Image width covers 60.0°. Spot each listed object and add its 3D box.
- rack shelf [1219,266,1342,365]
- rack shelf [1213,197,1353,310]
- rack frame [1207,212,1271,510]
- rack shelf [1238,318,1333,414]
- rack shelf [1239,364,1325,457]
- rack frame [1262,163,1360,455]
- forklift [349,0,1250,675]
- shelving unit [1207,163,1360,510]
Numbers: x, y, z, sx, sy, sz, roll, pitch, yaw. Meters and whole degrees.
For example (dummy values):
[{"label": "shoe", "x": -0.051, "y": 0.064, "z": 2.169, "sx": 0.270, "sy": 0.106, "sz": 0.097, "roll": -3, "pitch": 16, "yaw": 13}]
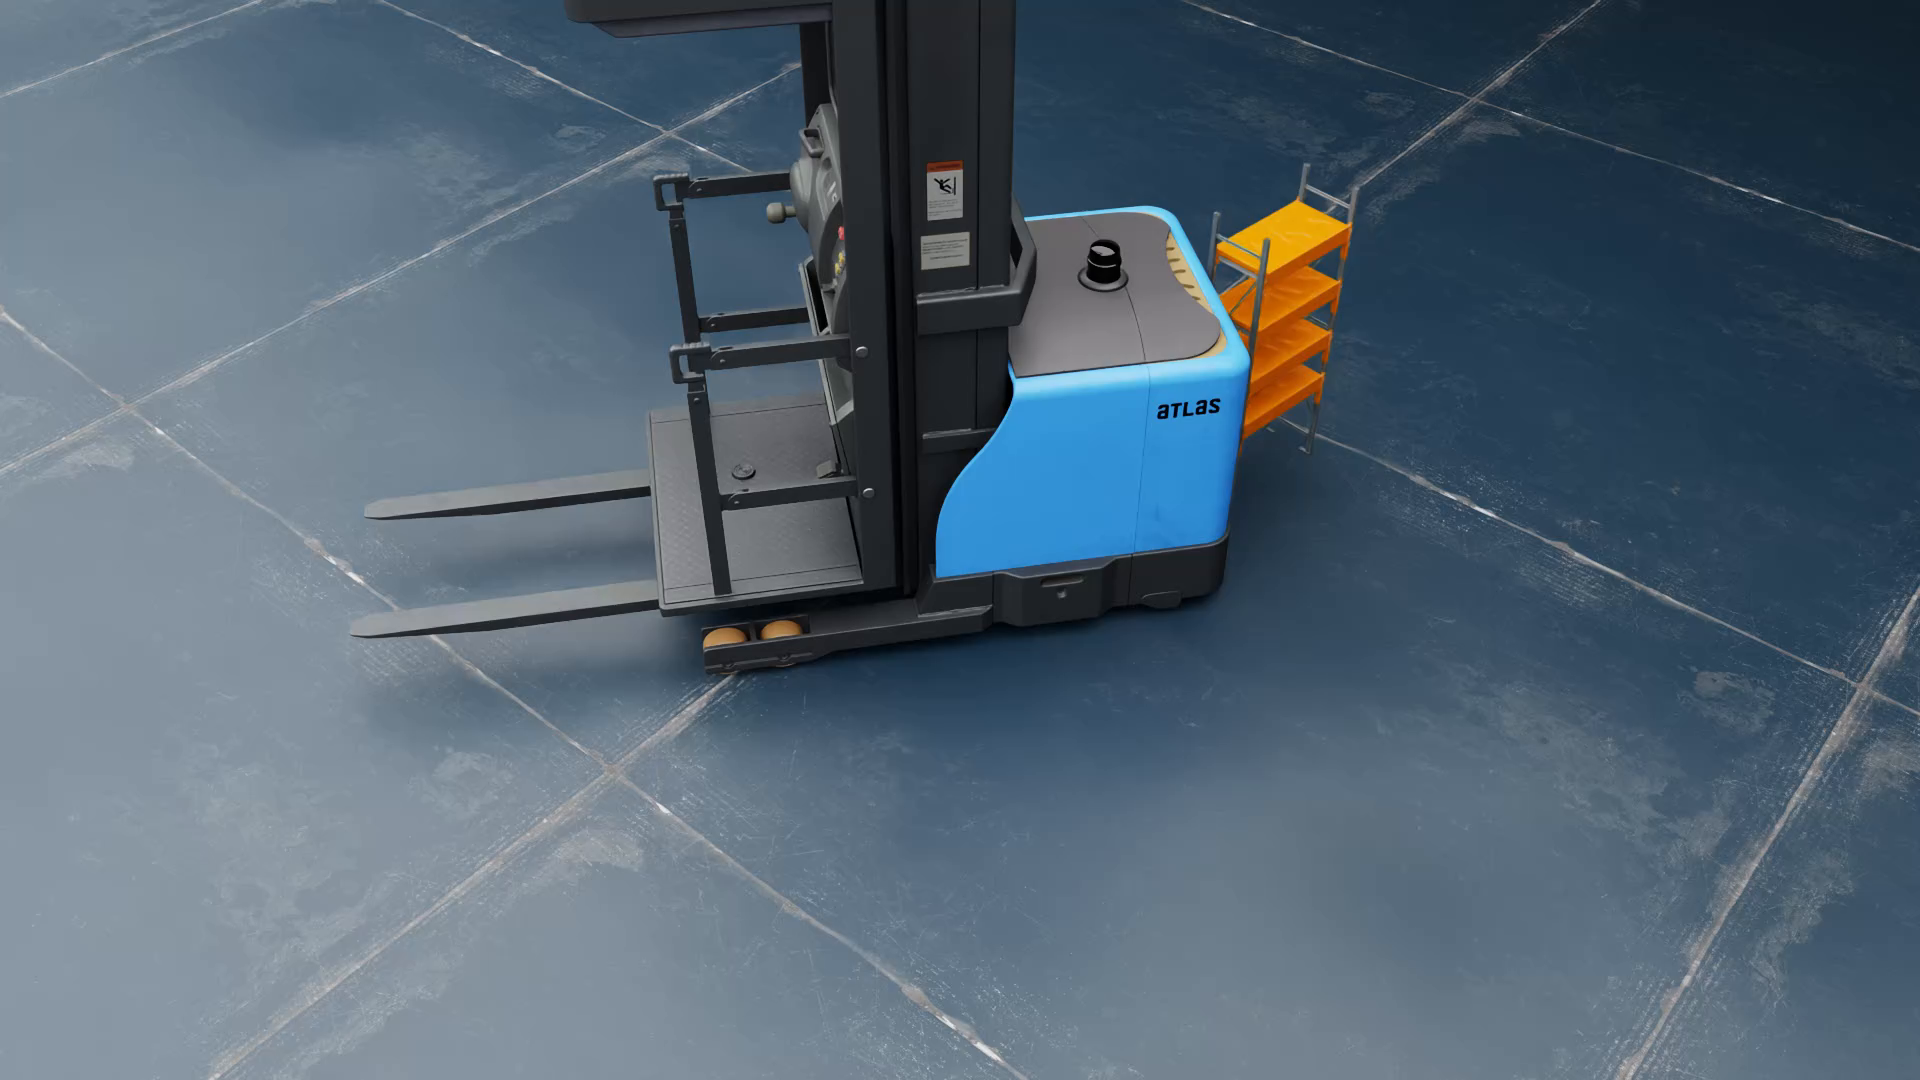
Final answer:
[{"label": "rack shelf", "x": 1.135, "y": -0.848, "z": 6.058, "sx": 0.480, "sy": 0.148, "sz": 0.258, "roll": -32, "pitch": 51, "yaw": -30}, {"label": "rack shelf", "x": 1.136, "y": -1.023, "z": 5.899, "sx": 0.480, "sy": 0.148, "sz": 0.258, "roll": -32, "pitch": 51, "yaw": -30}, {"label": "rack frame", "x": 0.956, "y": -0.621, "z": 6.040, "sx": 0.015, "sy": 1.200, "sz": 0.240, "roll": -32, "pitch": 51, "yaw": -30}, {"label": "rack shelf", "x": 1.135, "y": -0.682, "z": 6.208, "sx": 0.480, "sy": 0.148, "sz": 0.258, "roll": -32, "pitch": 51, "yaw": -30}, {"label": "rack shelf", "x": 1.135, "y": -0.535, "z": 6.342, "sx": 0.480, "sy": 0.148, "sz": 0.258, "roll": -32, "pitch": 51, "yaw": -30}, {"label": "rack frame", "x": 1.315, "y": -0.843, "z": 6.286, "sx": 0.015, "sy": 1.200, "sz": 0.240, "roll": -32, "pitch": 51, "yaw": -30}, {"label": "forklift", "x": -0.618, "y": -1.007, "z": 5.179, "sx": 3.031, "sy": 2.935, "sz": 1.130, "roll": -7, "pitch": 43, "yaw": -8}, {"label": "shelving unit", "x": 1.135, "y": -0.732, "z": 6.163, "sx": 0.503, "sy": 1.200, "sz": 0.258, "roll": -32, "pitch": 51, "yaw": -30}]
